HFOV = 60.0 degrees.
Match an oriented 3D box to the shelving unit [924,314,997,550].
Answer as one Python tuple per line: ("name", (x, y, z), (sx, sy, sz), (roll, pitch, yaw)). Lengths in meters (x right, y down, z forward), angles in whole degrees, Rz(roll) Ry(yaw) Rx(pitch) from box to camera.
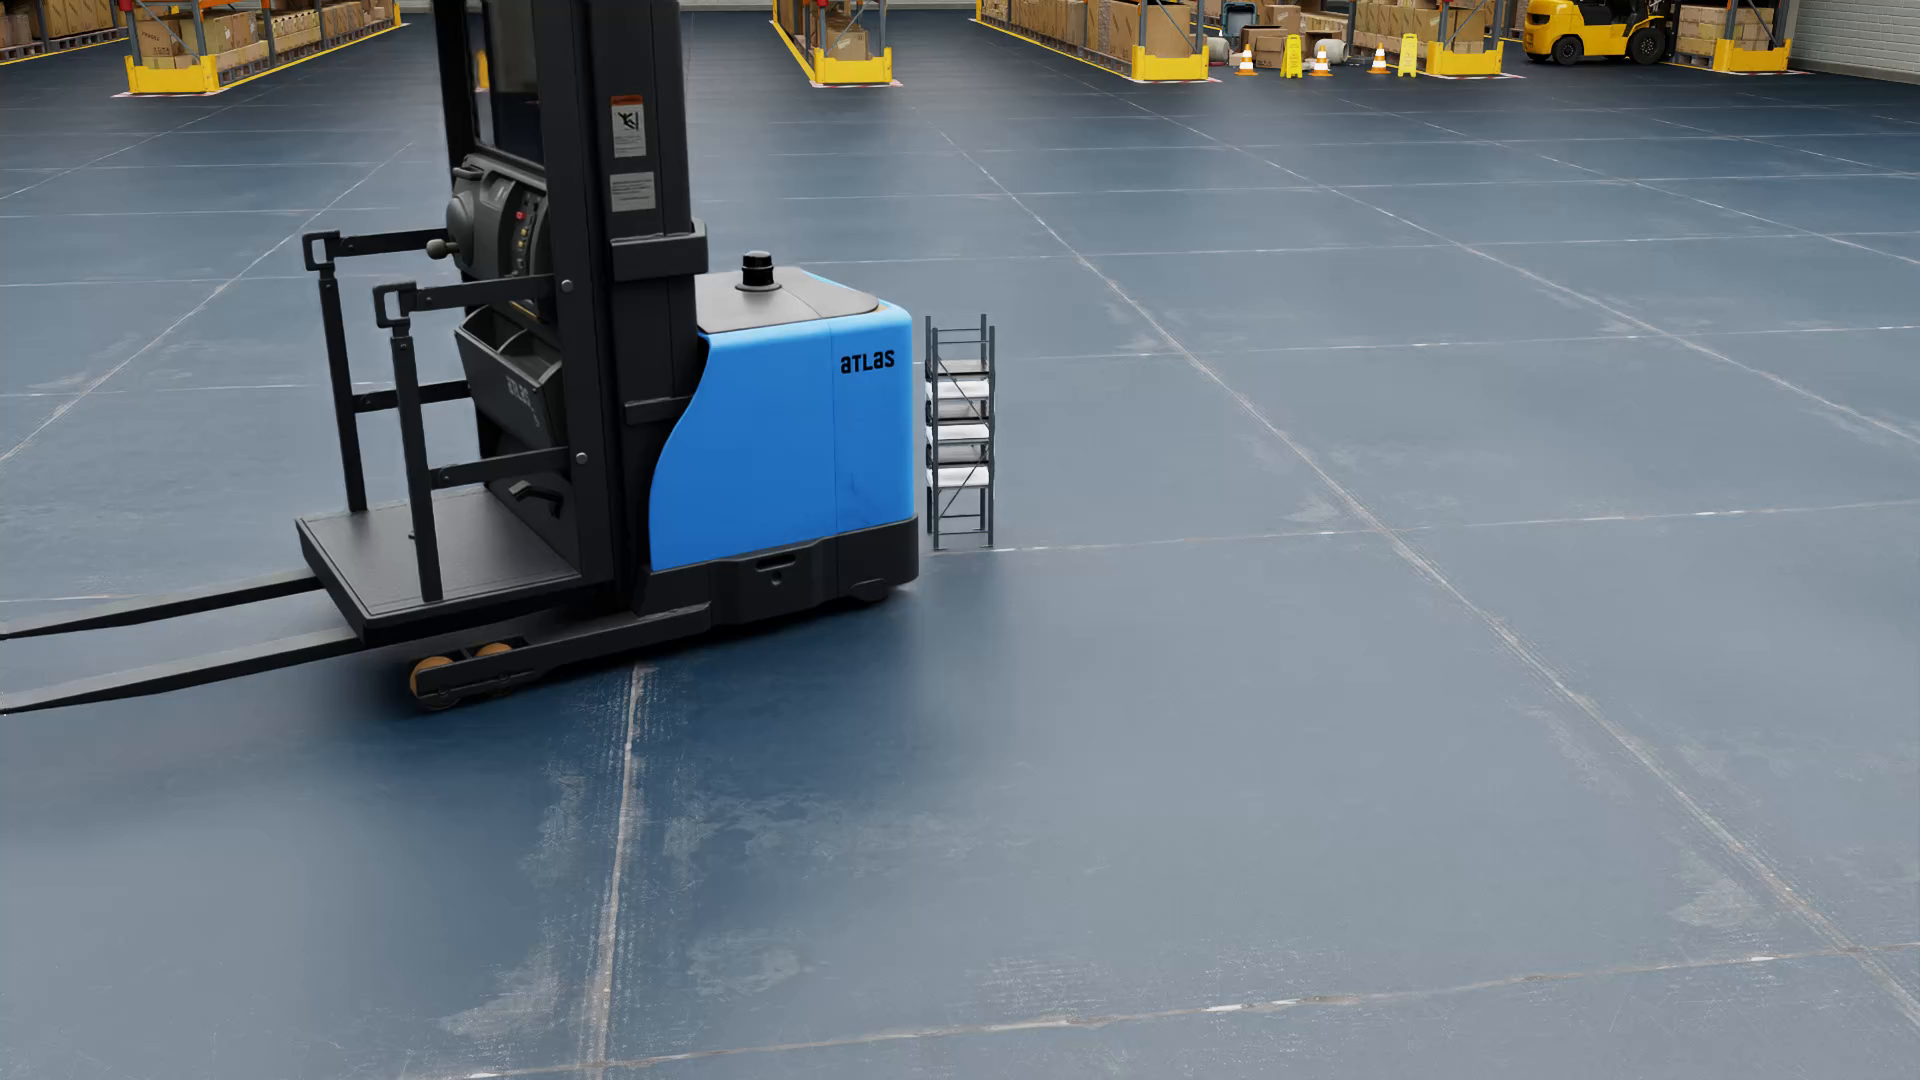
("shelving unit", (-0.001, -0.424, 6.566), (0.258, 0.900, 0.210), (-3, 21, -8))

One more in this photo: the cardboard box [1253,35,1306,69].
("cardboard box", (5.416, -8.263, 28.120), (0.637, 0.503, 0.797), (17, 27, 39))

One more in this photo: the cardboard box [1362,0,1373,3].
("cardboard box", (7.374, -9.636, 29.561), (0.380, 0.149, 0.250), (-3, 21, -7))

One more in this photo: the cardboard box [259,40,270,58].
("cardboard box", (-11.729, -8.098, 27.440), (0.500, 0.250, 0.500), (-3, 21, -8))

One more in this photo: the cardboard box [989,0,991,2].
("cardboard box", (0.909, -12.884, 39.548), (0.380, 0.149, 0.250), (-4, 21, -10))

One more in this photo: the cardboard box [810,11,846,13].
("cardboard box", (-2.488, -9.639, 31.180), (0.700, 0.500, 0.500), (-1, 21, -3))

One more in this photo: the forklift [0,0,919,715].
("forklift", (-1.678, -1.045, 5.324), (3.031, 2.935, 1.130), (-12, 24, -29))

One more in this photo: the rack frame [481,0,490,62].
("rack frame", (-6.534, -8.202, 24.390), (1.000, 3.000, 0.127), (-3, 21, -8))

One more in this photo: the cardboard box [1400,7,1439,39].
("cardboard box", (7.722, -8.657, 27.864), (0.500, 0.500, 0.500), (-2, 21, -6))

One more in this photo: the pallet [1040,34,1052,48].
("pallet", (2.176, -9.854, 32.798), (1.003, 0.211, 1.213), (-3, 21, -8))

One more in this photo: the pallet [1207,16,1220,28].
("pallet", (6.412, -12.068, 38.724), (1.003, 0.211, 1.213), (-3, 21, -8))

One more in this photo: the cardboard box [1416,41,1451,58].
("cardboard box", (7.788, -8.135, 27.540), (0.500, 0.250, 0.500), (-3, 21, -8))

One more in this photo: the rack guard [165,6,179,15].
("rack guard", (-18.647, -12.080, 38.344), (1.175, 0.500, 0.348), (-3, 21, -8))

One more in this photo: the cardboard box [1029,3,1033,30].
("cardboard box", (1.713, -10.857, 34.471), (0.500, 0.500, 0.500), (-2, 21, -6))

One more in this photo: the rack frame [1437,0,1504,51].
("rack frame", (8.174, -8.952, 26.397), (1.000, 3.000, 0.127), (-3, 21, -8))

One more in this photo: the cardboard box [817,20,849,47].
("cardboard box", (-2.191, -8.722, 28.754), (0.500, 0.500, 0.500), (-4, 21, -9))

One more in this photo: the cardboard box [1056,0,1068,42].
("cardboard box", (2.400, -9.740, 31.121), (1.050, 0.750, 0.750), (-3, 21, -8))

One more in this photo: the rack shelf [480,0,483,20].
("rack shelf", (-6.822, -8.558, 26.370), (1.077, 0.370, 4.000), (-3, 21, -8))

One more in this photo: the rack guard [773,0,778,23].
("rack guard", (-3.942, -12.829, 40.350), (1.175, 0.500, 0.348), (-3, 21, -8))

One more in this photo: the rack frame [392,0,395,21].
("rack frame", (-13.742, -13.493, 38.557), (1.000, 3.000, 0.127), (-3, 21, -8))

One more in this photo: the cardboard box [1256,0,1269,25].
("cardboard box", (6.879, -11.475, 35.590), (0.875, 0.875, 0.875), (-3, 21, -7))

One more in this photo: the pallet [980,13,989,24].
("pallet", (1.077, -12.591, 40.127), (1.003, 0.211, 1.213), (-3, 21, -8))

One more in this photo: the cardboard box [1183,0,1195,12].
("cardboard box", (6.062, -13.265, 41.006), (0.875, 0.438, 0.875), (-4, 21, -10))

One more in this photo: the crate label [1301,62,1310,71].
("crate label", (5.612, -7.790, 27.378), (0.250, 0.136, 0.298), (-15, 25, -35))

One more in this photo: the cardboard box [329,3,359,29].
("cardboard box", (-12.748, -10.816, 34.331), (0.500, 0.500, 0.500), (-3, 21, -8))

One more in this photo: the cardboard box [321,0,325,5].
("cardboard box", (-13.193, -10.969, 33.669), (0.500, 0.250, 0.500), (-3, 21, -8))

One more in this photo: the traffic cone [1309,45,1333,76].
("traffic cone", (5.786, -7.674, 26.600), (0.336, 0.463, 0.334), (-3, 21, -8))

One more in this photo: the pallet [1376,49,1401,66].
("pallet", (7.909, -8.376, 28.842), (1.003, 0.211, 1.213), (-3, 21, -8))

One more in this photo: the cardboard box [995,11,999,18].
("cardboard box", (1.018, -12.160, 38.461), (0.380, 0.149, 0.250), (-3, 21, -8))

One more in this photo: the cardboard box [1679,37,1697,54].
("cardboard box", (12.643, -8.432, 28.334), (0.500, 0.250, 0.500), (-3, 21, -8))

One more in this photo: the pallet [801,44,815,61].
("pallet", (-2.323, -8.800, 29.976), (1.003, 0.211, 1.213), (-3, 21, -8))

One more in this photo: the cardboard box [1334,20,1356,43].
("cardboard box", (7.520, -9.484, 30.977), (0.950, 0.372, 0.625), (-3, 21, -7))

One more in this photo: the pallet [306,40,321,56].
("pallet", (-12.509, -9.130, 30.860), (1.003, 0.211, 1.213), (-3, 21, -8))

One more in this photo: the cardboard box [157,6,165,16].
("cardboard box", (-18.444, -12.031, 37.613), (0.700, 0.500, 0.500), (-3, 21, -8))

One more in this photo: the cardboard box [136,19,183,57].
("cardboard box", (-11.807, -7.384, 24.458), (0.500, 0.500, 0.500), (-3, 21, -8))

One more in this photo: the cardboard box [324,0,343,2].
("cardboard box", (-13.528, -11.327, 35.699), (0.500, 0.500, 0.500), (-3, 21, -8))

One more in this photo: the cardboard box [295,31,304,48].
("cardboard box", (-12.047, -8.932, 29.673), (0.500, 0.250, 0.500), (-3, 21, -7))

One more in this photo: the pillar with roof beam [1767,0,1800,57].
("pillar with roof beam", (9.617, -12.083, 26.207), (9.100, 9.000, 0.400), (-3, 21, -8))

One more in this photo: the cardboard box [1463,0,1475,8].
("cardboard box", (11.425, -11.668, 36.643), (0.500, 0.500, 0.500), (-4, 21, -10))

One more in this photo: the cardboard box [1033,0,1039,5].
("cardboard box", (1.779, -11.038, 33.882), (0.500, 0.250, 0.500), (-3, 21, -9))

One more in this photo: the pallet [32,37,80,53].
("pallet", (-17.529, -9.443, 31.697), (1.003, 0.211, 1.213), (-3, 21, -8))

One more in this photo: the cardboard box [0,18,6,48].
("cardboard box", (-17.276, -8.906, 29.218), (0.700, 0.500, 0.500), (-3, 21, -8))

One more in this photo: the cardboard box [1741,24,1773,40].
("cardboard box", (13.223, -8.520, 27.855), (0.500, 0.250, 0.500), (-3, 21, -7))

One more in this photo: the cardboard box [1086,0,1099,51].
("cardboard box", (2.735, -9.032, 29.049), (0.875, 0.875, 0.875), (-3, 21, -7))

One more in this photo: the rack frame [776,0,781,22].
("rack frame", (-3.939, -13.992, 39.891), (1.000, 3.000, 0.127), (-3, 21, -8))

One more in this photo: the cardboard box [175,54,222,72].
("cardboard box", (-11.293, -7.059, 24.659), (0.500, 0.250, 0.500), (-3, 21, -8))

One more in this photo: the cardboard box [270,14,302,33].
("cardboard box", (-12.048, -9.198, 29.584), (0.500, 0.311, 0.500), (-2, 21, -6))

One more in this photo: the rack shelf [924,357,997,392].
("rack shelf", (-0.001, -0.646, 6.483), (0.258, 0.077, 0.200), (-3, 21, -8))

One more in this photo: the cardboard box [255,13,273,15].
("cardboard box", (-12.649, -9.341, 29.966), (0.500, 0.311, 0.500), (-3, 21, -9))

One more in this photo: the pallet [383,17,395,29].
("pallet", (-13.615, -11.885, 38.235), (1.003, 0.211, 1.213), (-3, 21, -8))

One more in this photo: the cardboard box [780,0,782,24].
("cardboard box", (-3.250, -11.588, 35.891), (1.225, 0.875, 0.875), (-3, 21, -8))

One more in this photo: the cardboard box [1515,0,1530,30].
("cardboard box", (12.009, -10.841, 34.249), (0.875, 0.625, 0.625), (-2, 21, -6))

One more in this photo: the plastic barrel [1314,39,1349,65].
("plastic barrel", (6.378, -8.384, 28.558), (0.512, 0.421, 0.421), (12, 24, 30))
